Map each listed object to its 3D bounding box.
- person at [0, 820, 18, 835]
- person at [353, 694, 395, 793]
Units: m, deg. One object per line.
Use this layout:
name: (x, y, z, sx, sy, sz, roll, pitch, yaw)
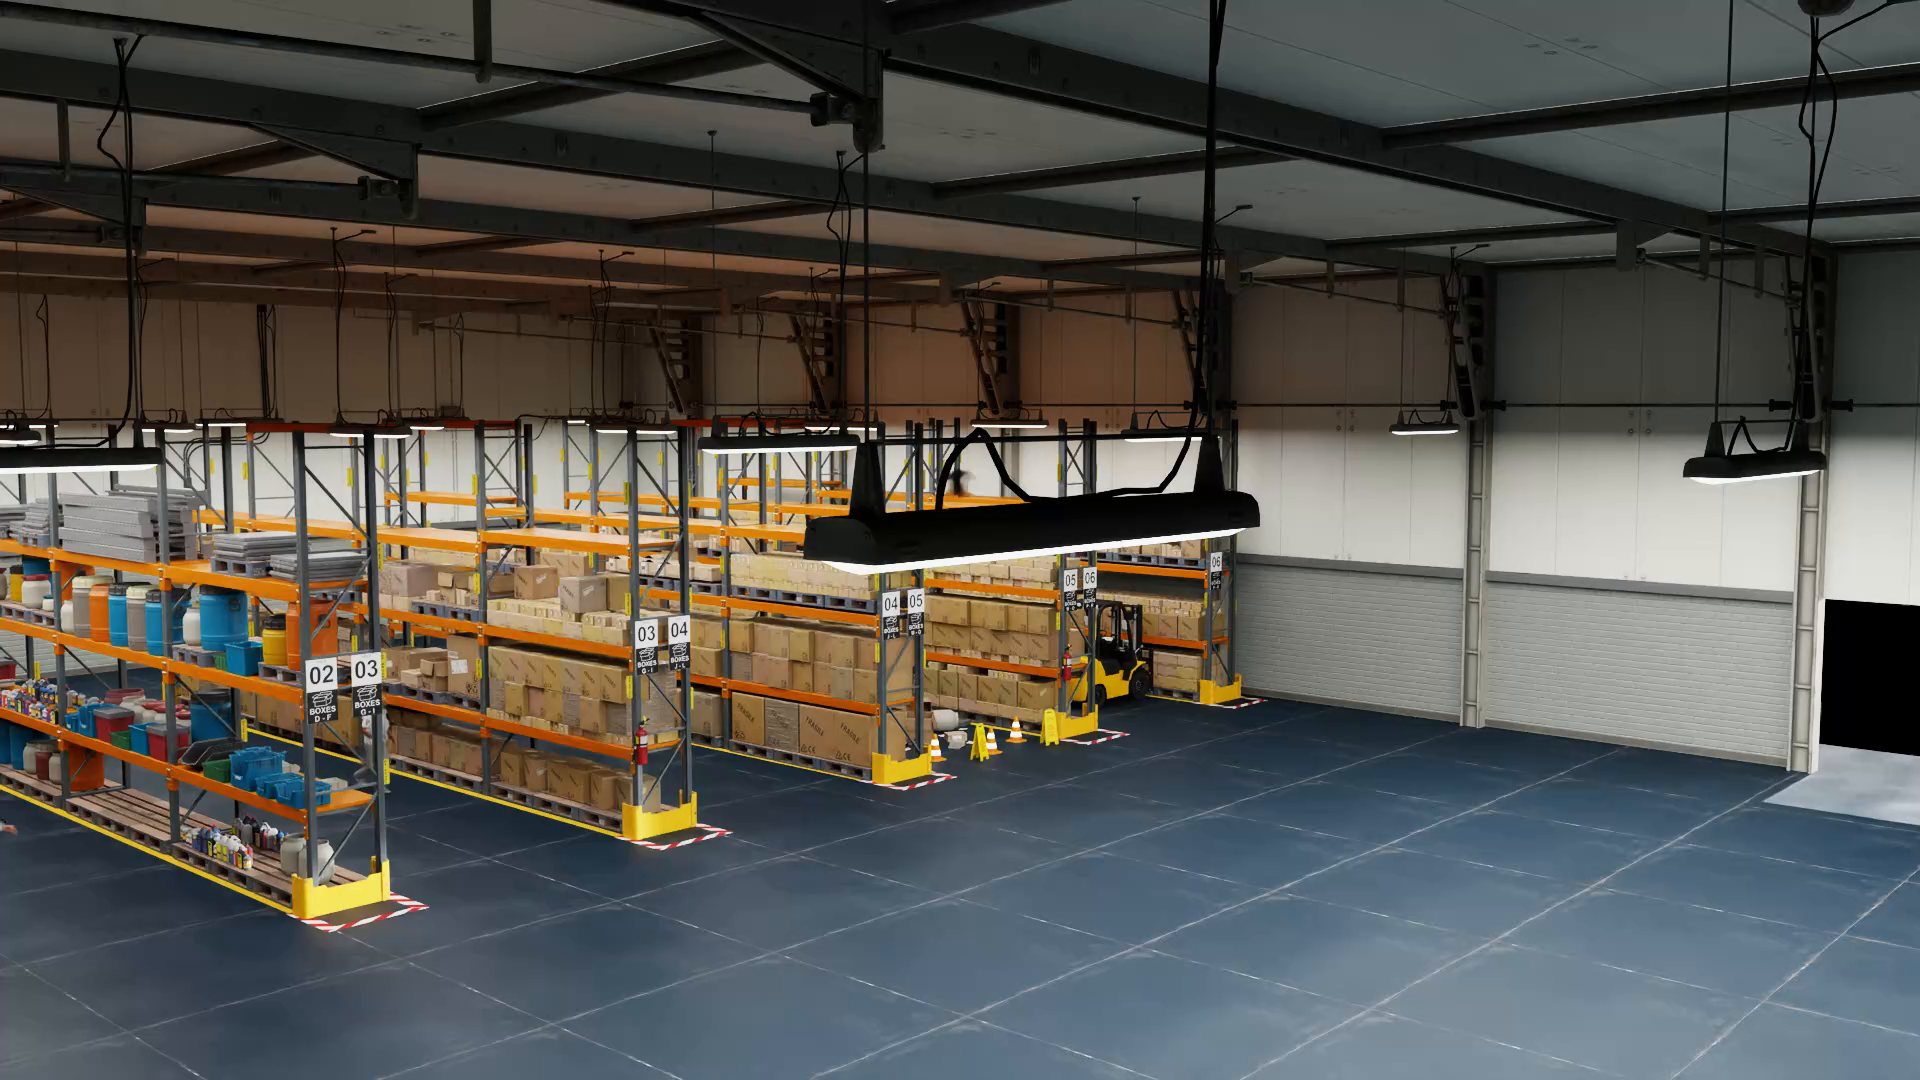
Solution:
person: (-12.177, 3.810, 20.685, 0.811, 1.714, 0.686, -2, 5, -18)
person: (-9.601, 3.302, 27.160, 0.723, 1.644, 0.575, 3, 5, 30)
